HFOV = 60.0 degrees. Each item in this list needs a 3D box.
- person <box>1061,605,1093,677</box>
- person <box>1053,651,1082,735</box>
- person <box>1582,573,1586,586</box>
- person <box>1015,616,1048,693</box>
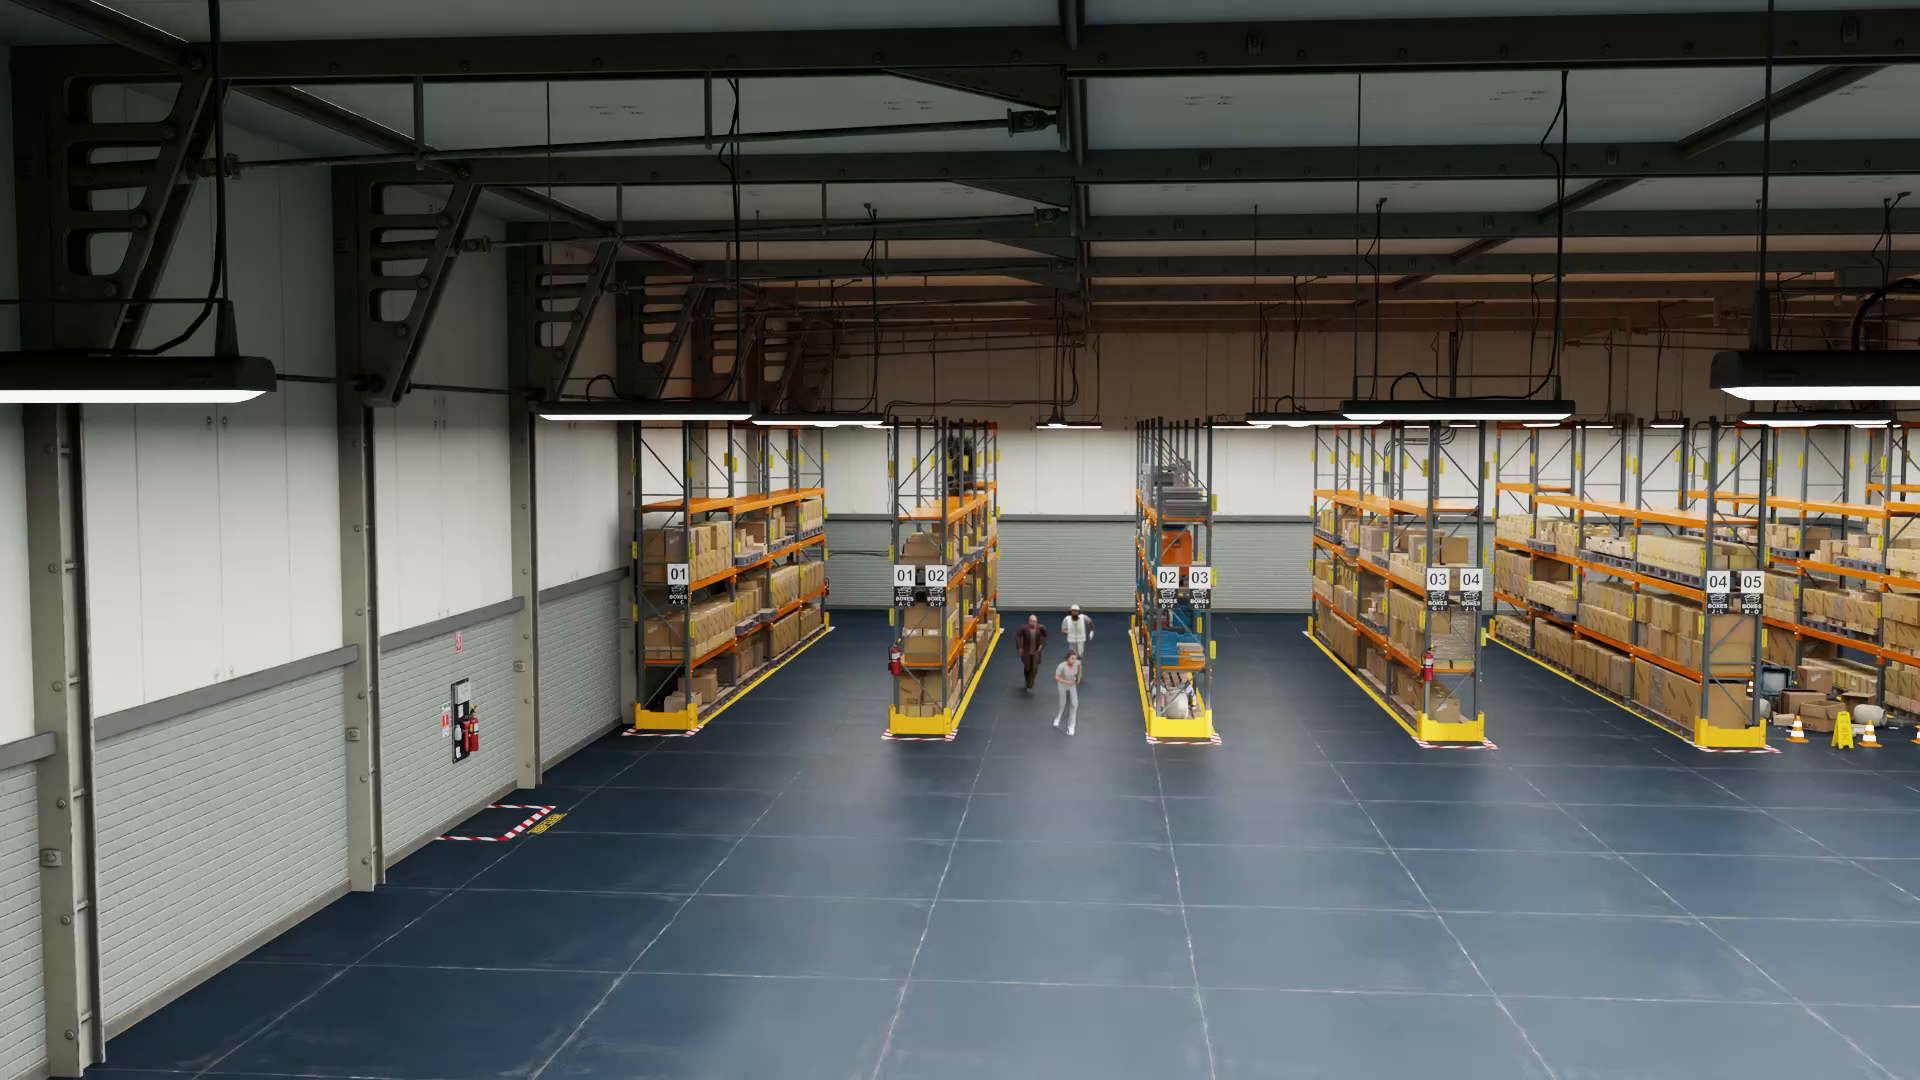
[{"bbox_3d":[2.687,2.339,38.150,0.724,1.723,0.783,0,4,7],"label":"person"},{"bbox_3d":[2.014,2.880,31.766,0.605,1.625,0.951,-1,4,-19],"label":"person"},{"bbox_3d":[17.637,1.776,47.203,0.627,1.741,0.642,0,4,-4],"label":"person"},{"bbox_3d":[1.568,2.584,36.732,0.711,1.545,0.874,-1,4,-9],"label":"person"}]
